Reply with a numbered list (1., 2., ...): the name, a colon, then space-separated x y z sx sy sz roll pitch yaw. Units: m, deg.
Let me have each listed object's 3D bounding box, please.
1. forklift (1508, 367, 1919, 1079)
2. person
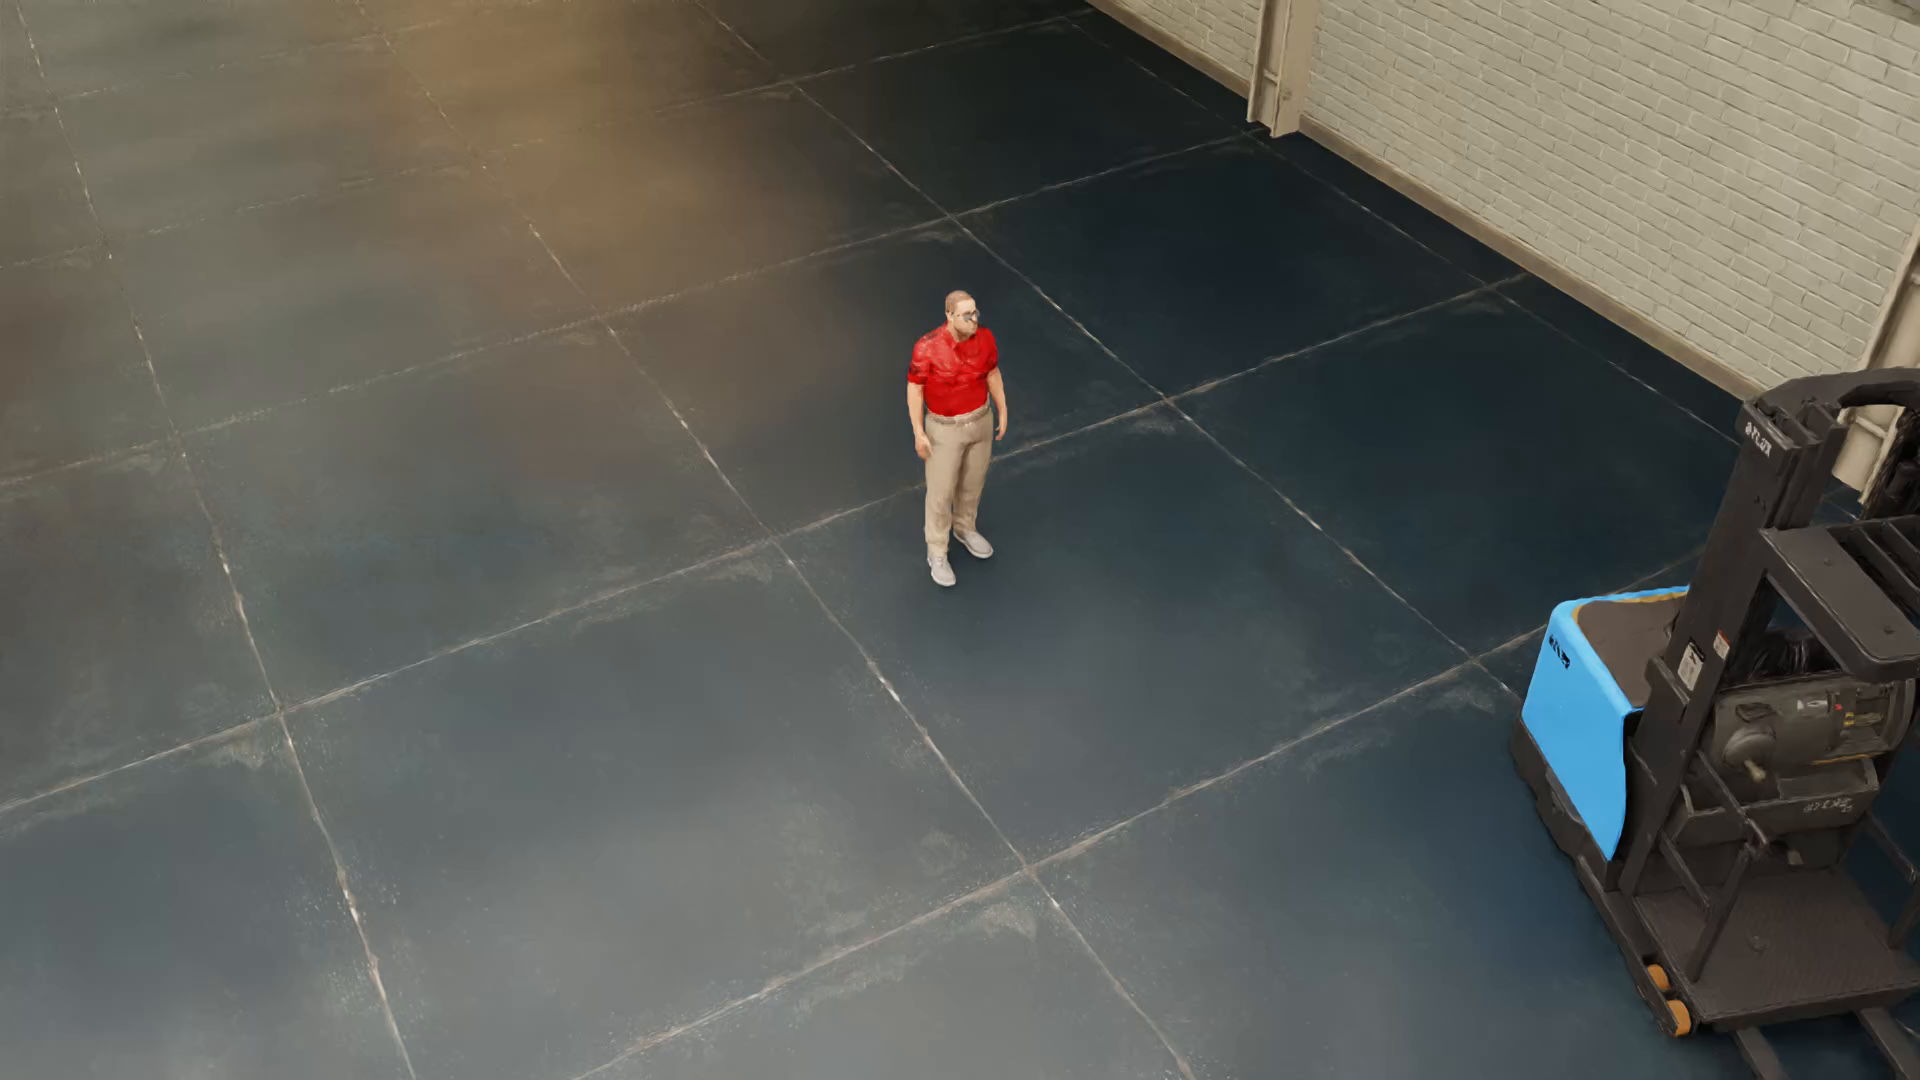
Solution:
1. forklift: 3.697 0.878 6.977 1.130 2.935 3.031 -7 40 -8
2. person: 0.035 -0.617 9.711 0.640 1.727 0.550 -20 44 -23
